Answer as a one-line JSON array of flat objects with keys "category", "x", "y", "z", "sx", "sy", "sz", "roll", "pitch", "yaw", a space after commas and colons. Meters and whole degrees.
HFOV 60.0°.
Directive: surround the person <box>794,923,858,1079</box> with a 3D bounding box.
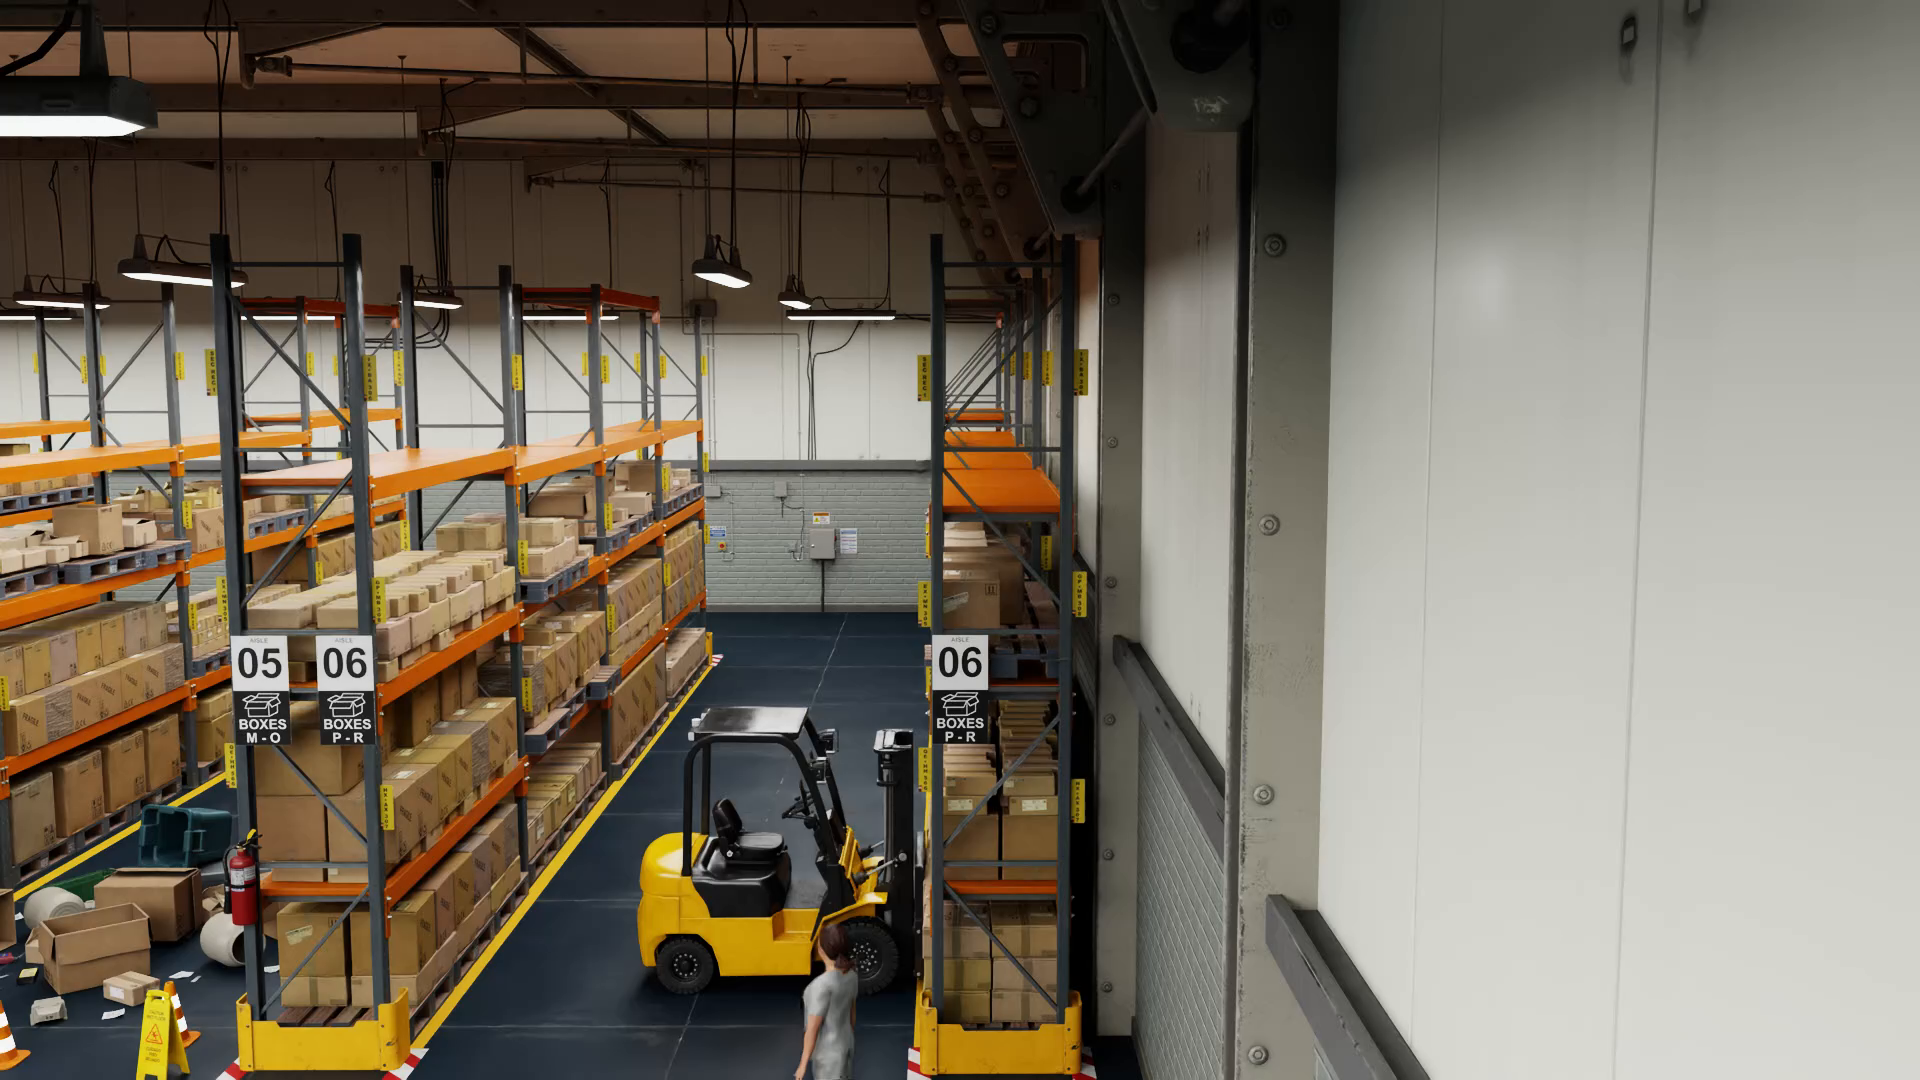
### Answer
[{"category": "person", "x": -0.788, "y": 3.212, "z": 10.291, "sx": 0.404, "sy": 1.694, "sz": 0.531, "roll": 2, "pitch": 7, "yaw": 18}]
